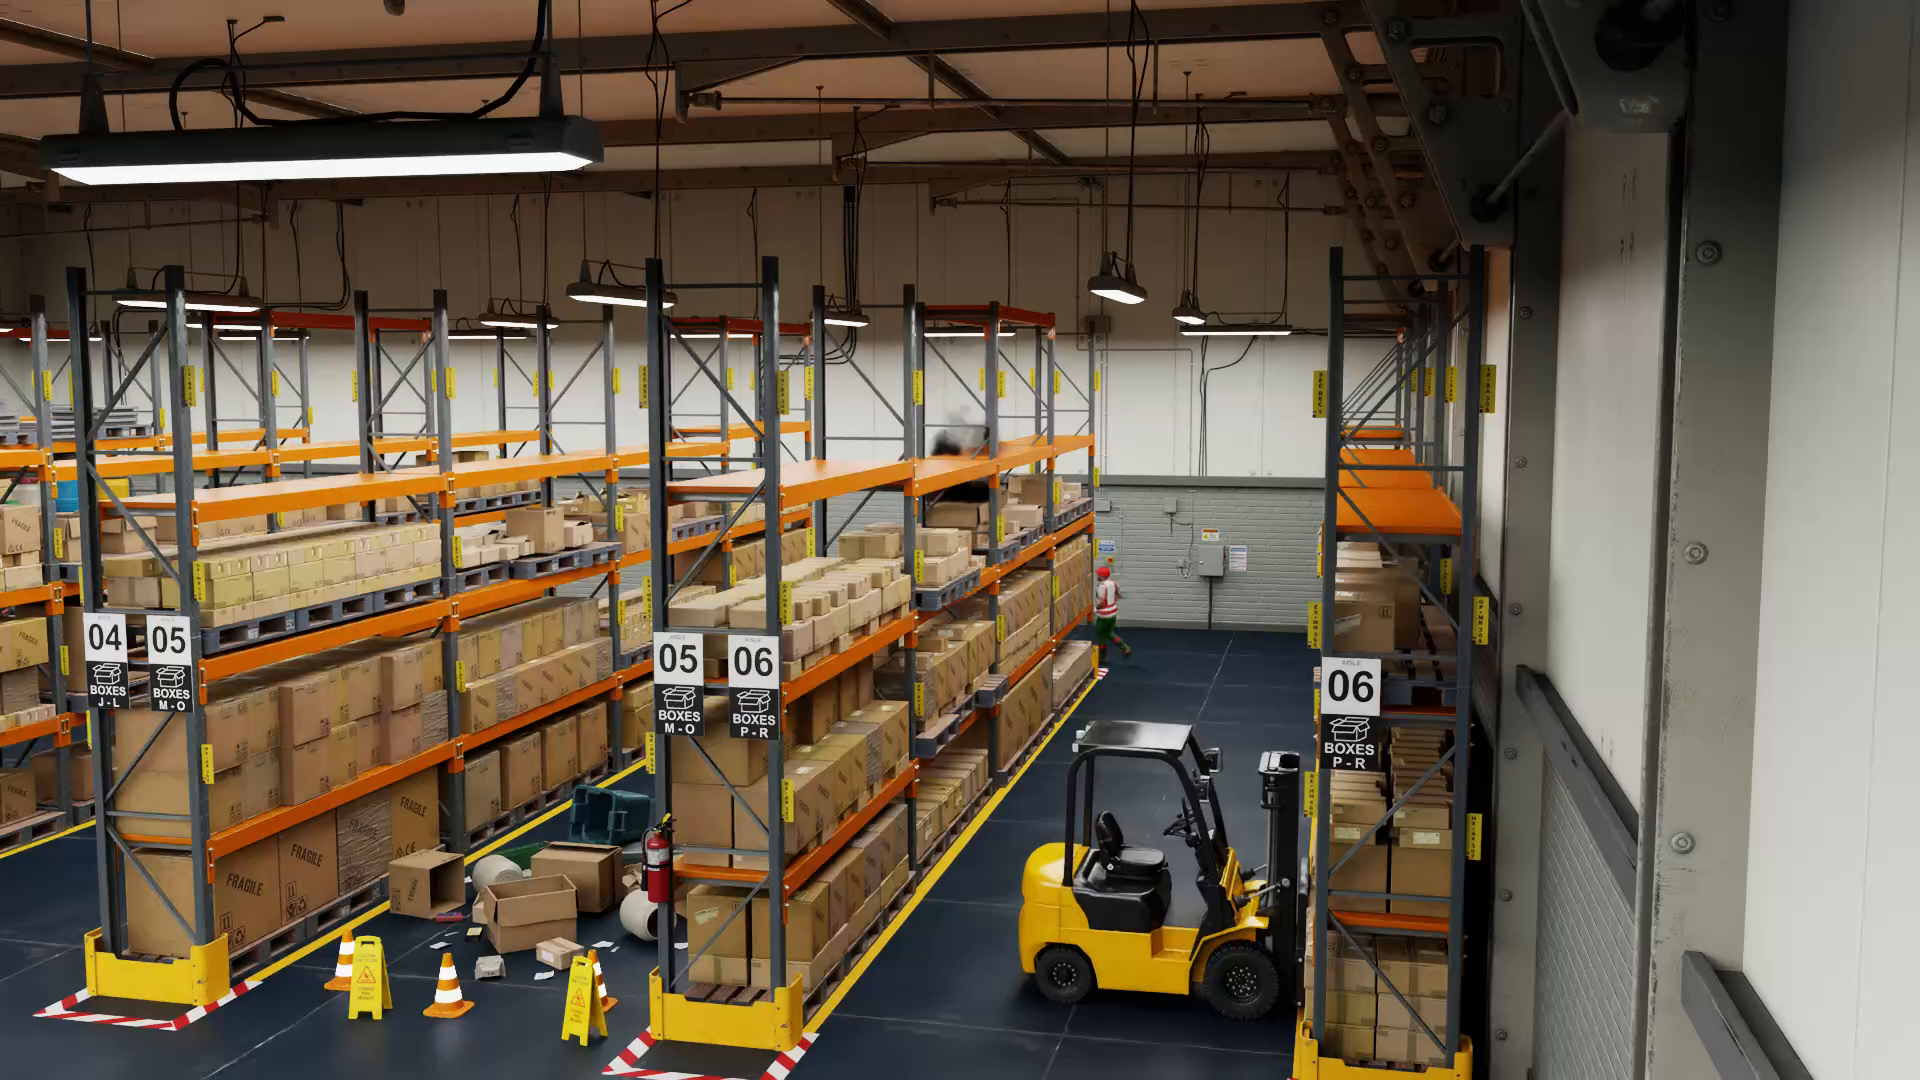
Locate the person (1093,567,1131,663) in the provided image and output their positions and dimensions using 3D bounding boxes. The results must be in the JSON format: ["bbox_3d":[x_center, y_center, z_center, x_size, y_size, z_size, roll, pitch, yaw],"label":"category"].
[{"bbox_3d":[2.578,1.330,29.270,0.795,1.753,0.725,5,7,39],"label":"person"}]
